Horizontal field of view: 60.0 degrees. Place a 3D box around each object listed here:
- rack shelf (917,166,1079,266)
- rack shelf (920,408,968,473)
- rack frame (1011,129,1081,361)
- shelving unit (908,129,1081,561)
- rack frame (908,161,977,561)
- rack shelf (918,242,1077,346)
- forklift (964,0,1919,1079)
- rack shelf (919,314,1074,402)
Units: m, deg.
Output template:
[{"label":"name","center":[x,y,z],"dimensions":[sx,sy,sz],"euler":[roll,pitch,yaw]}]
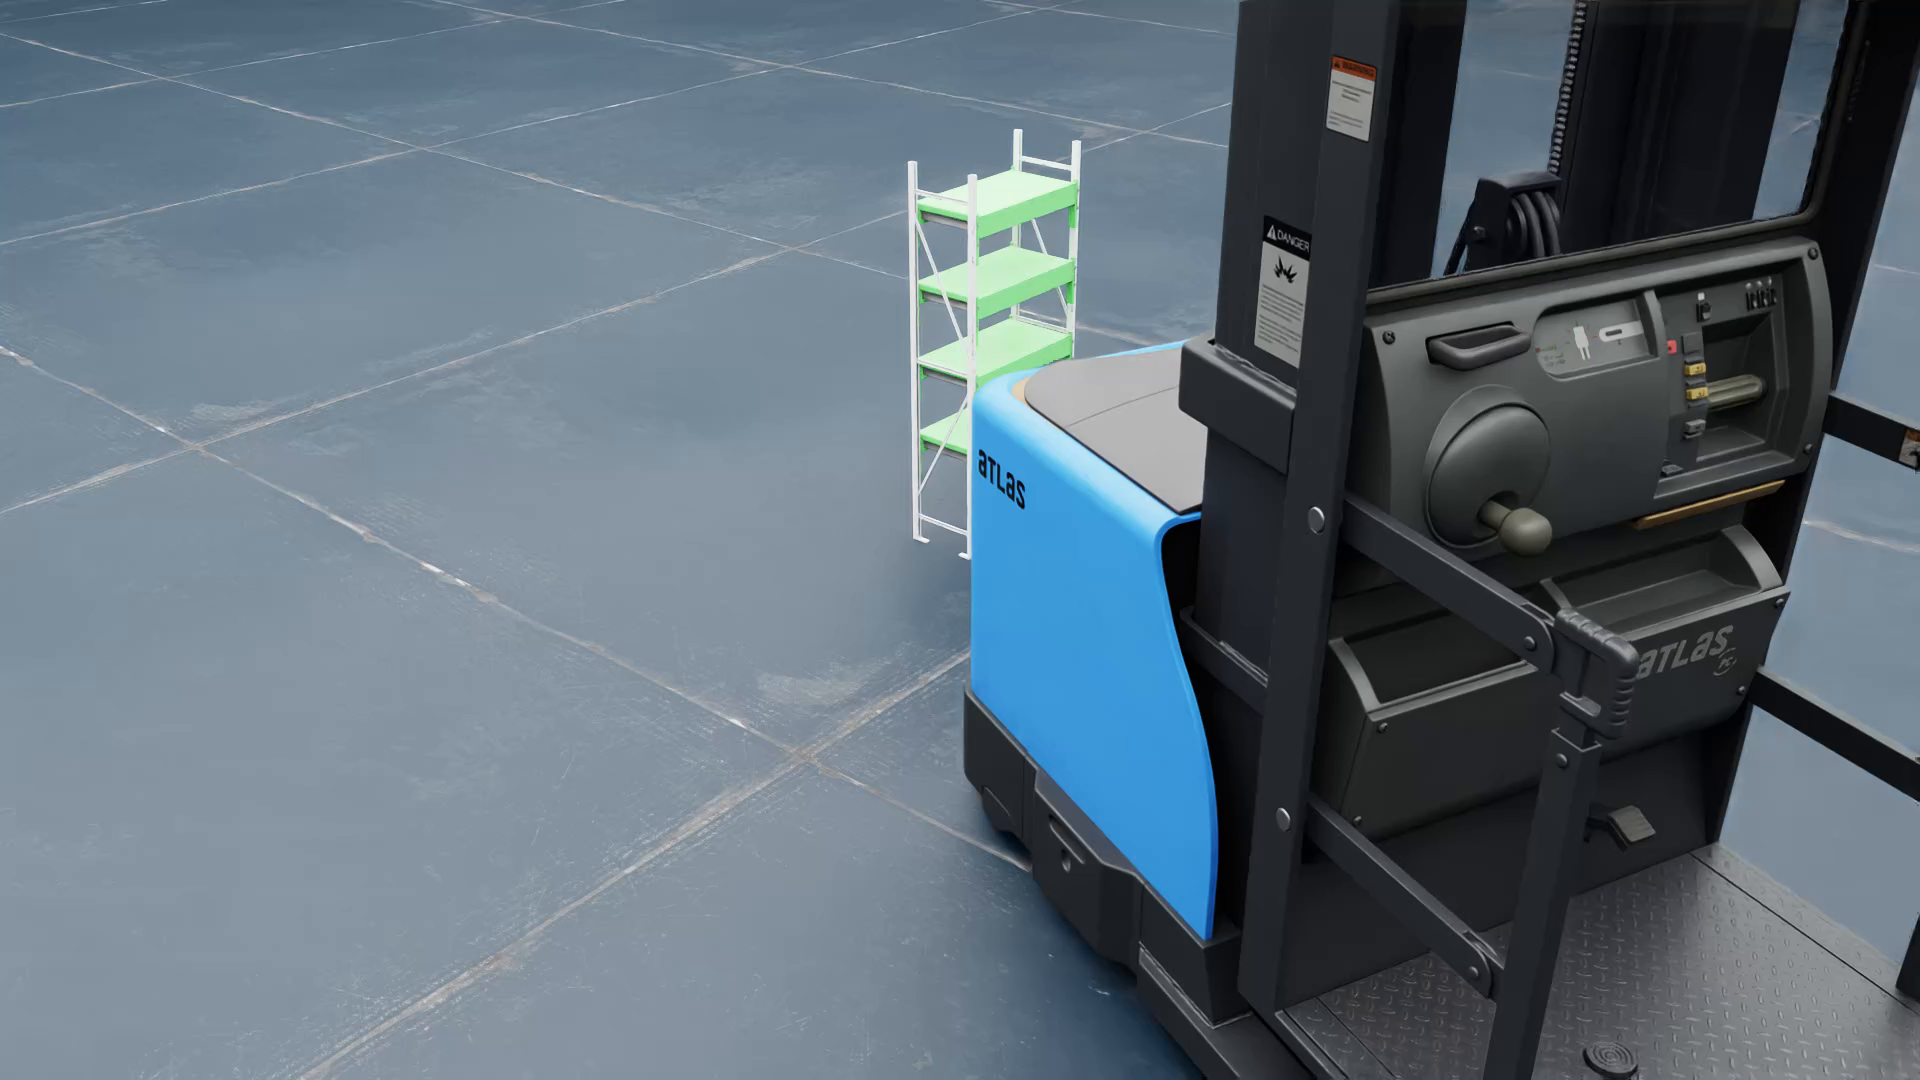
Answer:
[{"label":"rack shelf","center":[0.105,-0.961,4.897],"dimensions":[0.258,0.148,0.480],"euler":[21,34,34]},{"label":"rack shelf","center":[0.105,-0.322,5.227],"dimensions":[0.258,0.148,0.480],"euler":[21,34,34]},{"label":"rack frame","center":[0.261,-0.678,5.255],"dimensions":[0.240,1.200,0.015],"euler":[21,34,34]},{"label":"shelving unit","center":[0.105,-0.592,5.088],"dimensions":[0.258,1.200,0.503],"euler":[21,34,34]},{"label":"rack frame","center":[-0.050,-0.505,4.921],"dimensions":[0.240,1.200,0.015],"euler":[21,34,34]},{"label":"rack shelf","center":[0.105,-0.748,5.007],"dimensions":[0.258,0.148,0.480],"euler":[21,34,34]},{"label":"forklift","center":[1.118,-0.191,2.429],"dimensions":[1.130,2.935,3.031],"euler":[-13,30,-23]},{"label":"rack shelf","center":[0.105,-0.535,5.117],"dimensions":[0.258,0.148,0.480],"euler":[21,34,34]}]
